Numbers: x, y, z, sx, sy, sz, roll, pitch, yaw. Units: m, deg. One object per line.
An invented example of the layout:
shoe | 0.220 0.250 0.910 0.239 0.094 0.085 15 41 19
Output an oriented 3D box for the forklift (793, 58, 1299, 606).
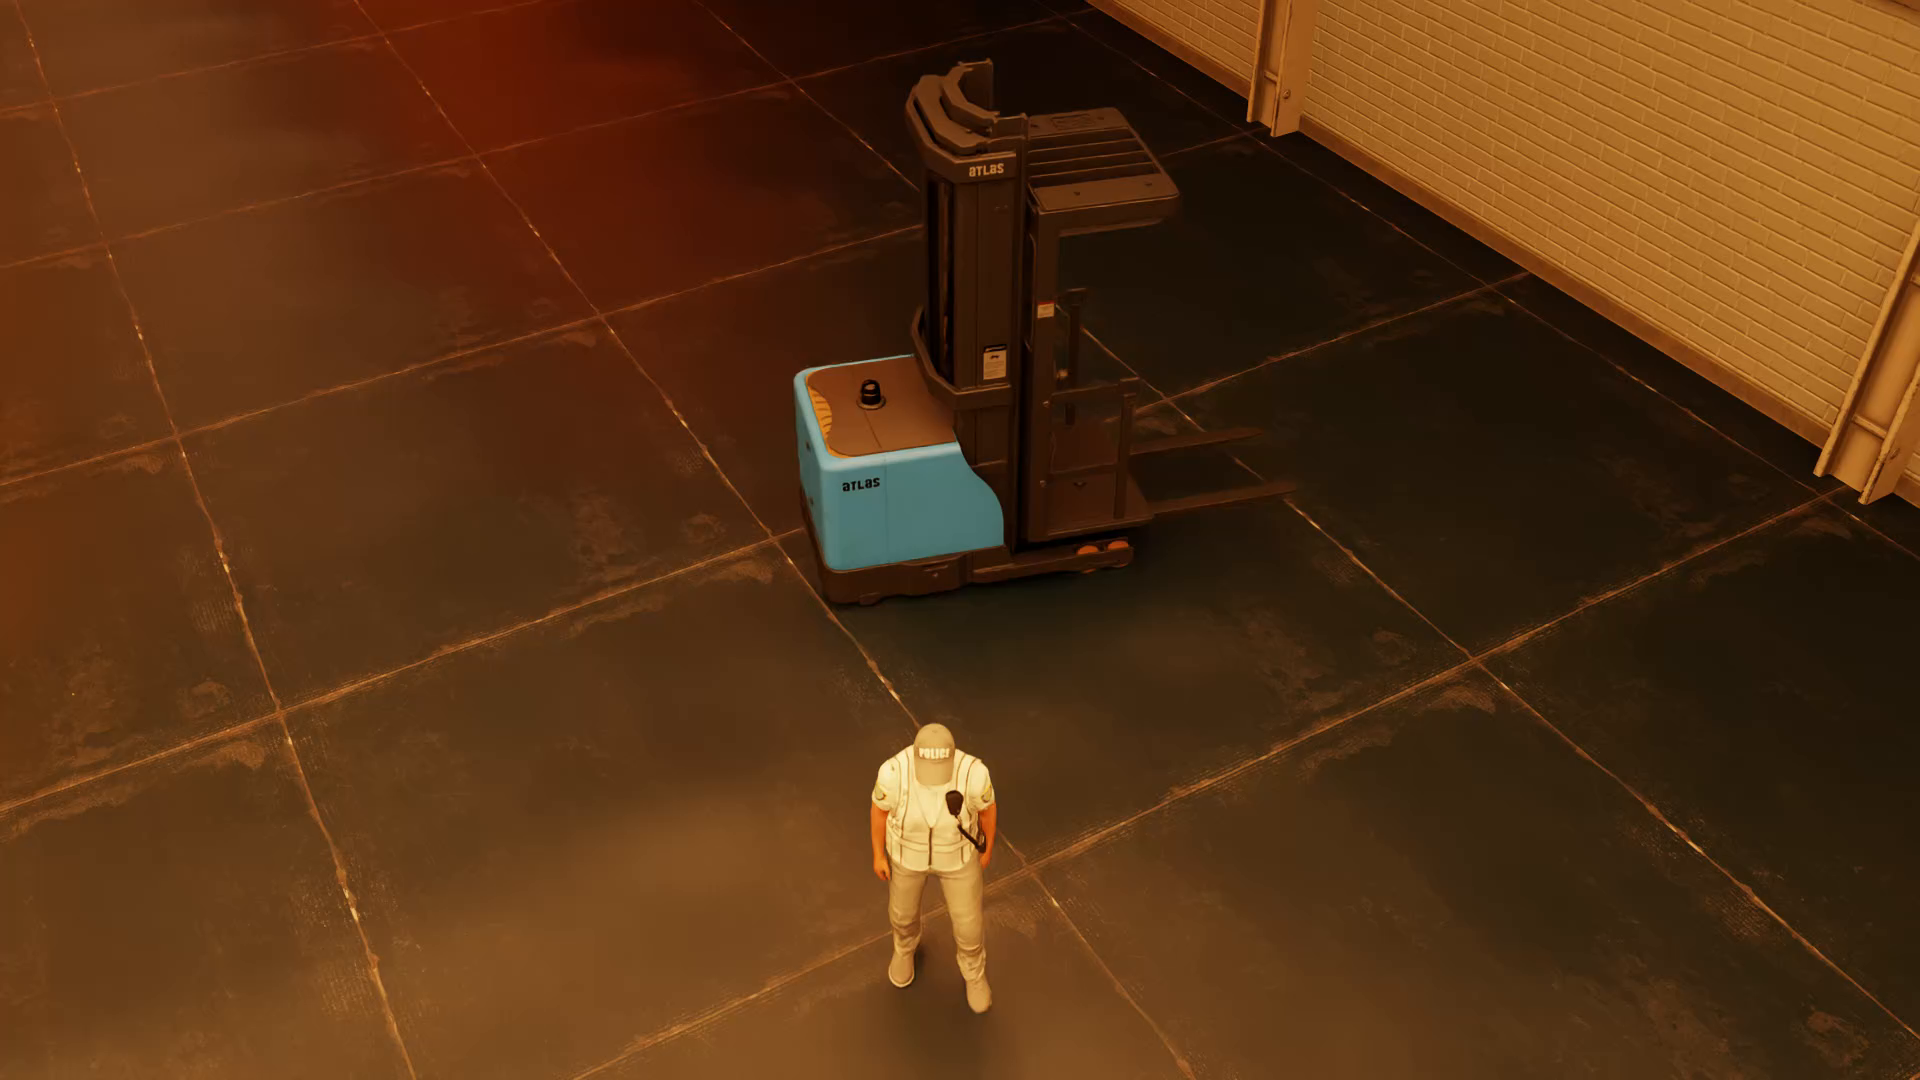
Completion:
forklift | 0.569 -1.248 9.541 3.031 2.935 1.130 -9 41 -11

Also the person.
person | -0.115 1.407 7.356 0.552 1.682 0.465 2 40 3
